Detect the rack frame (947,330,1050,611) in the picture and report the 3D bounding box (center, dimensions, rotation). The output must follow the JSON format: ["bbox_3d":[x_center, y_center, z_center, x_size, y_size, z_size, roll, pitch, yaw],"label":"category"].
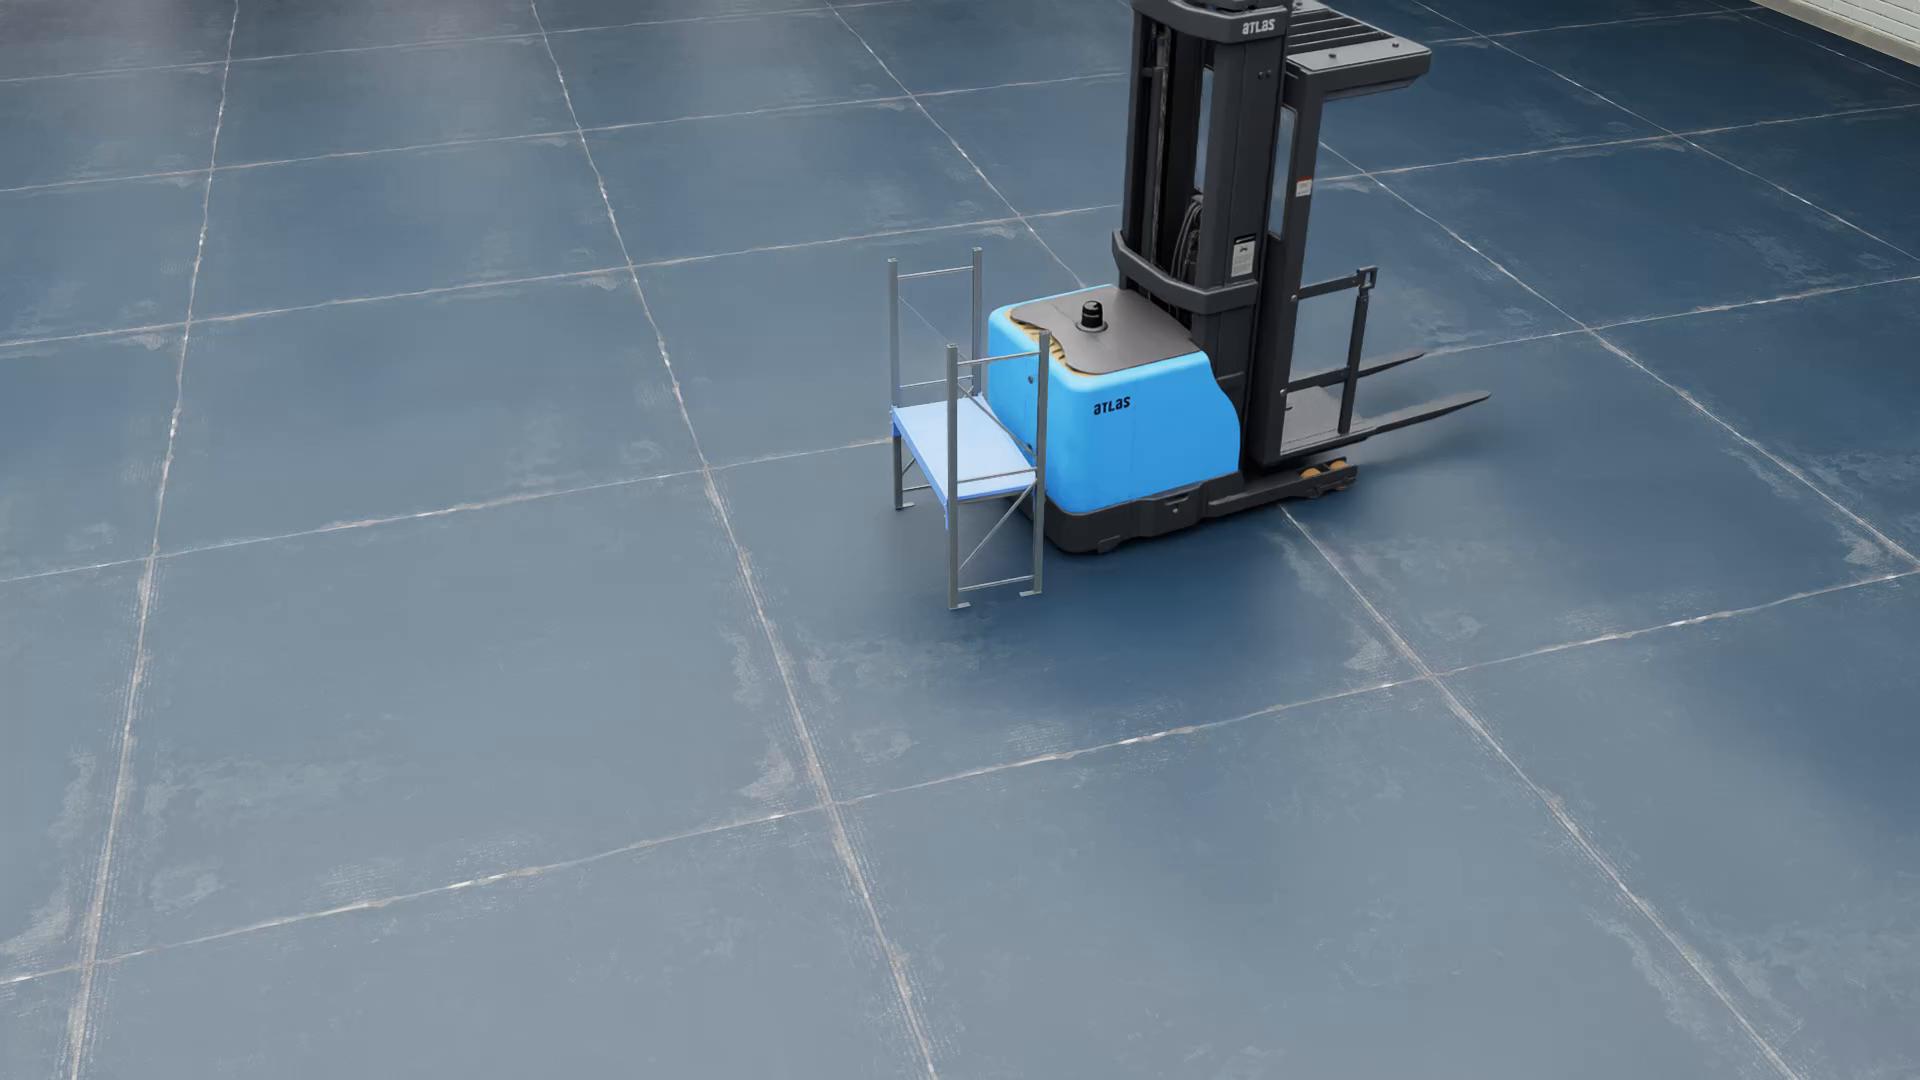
[{"bbox_3d":[0.181,-0.314,8.184,0.500,1.500,0.032,-10,35,-15],"label":"rack frame"}]

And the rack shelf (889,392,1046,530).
[{"bbox_3d":[0.026,-0.431,8.687,0.538,0.185,1.000,-10,35,-15],"label":"rack shelf"}]

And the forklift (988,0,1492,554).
[{"bbox_3d":[1.693,-1.705,8.991,3.031,2.935,1.130,-15,36,-22],"label":"forklift"}]

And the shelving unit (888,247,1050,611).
[{"bbox_3d":[0.026,-0.581,8.588,0.538,1.500,1.048,-10,35,-15],"label":"shelving unit"}]

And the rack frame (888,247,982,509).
[{"bbox_3d":[-0.129,-0.848,8.992,0.500,1.500,0.032,-10,35,-15],"label":"rack frame"}]
